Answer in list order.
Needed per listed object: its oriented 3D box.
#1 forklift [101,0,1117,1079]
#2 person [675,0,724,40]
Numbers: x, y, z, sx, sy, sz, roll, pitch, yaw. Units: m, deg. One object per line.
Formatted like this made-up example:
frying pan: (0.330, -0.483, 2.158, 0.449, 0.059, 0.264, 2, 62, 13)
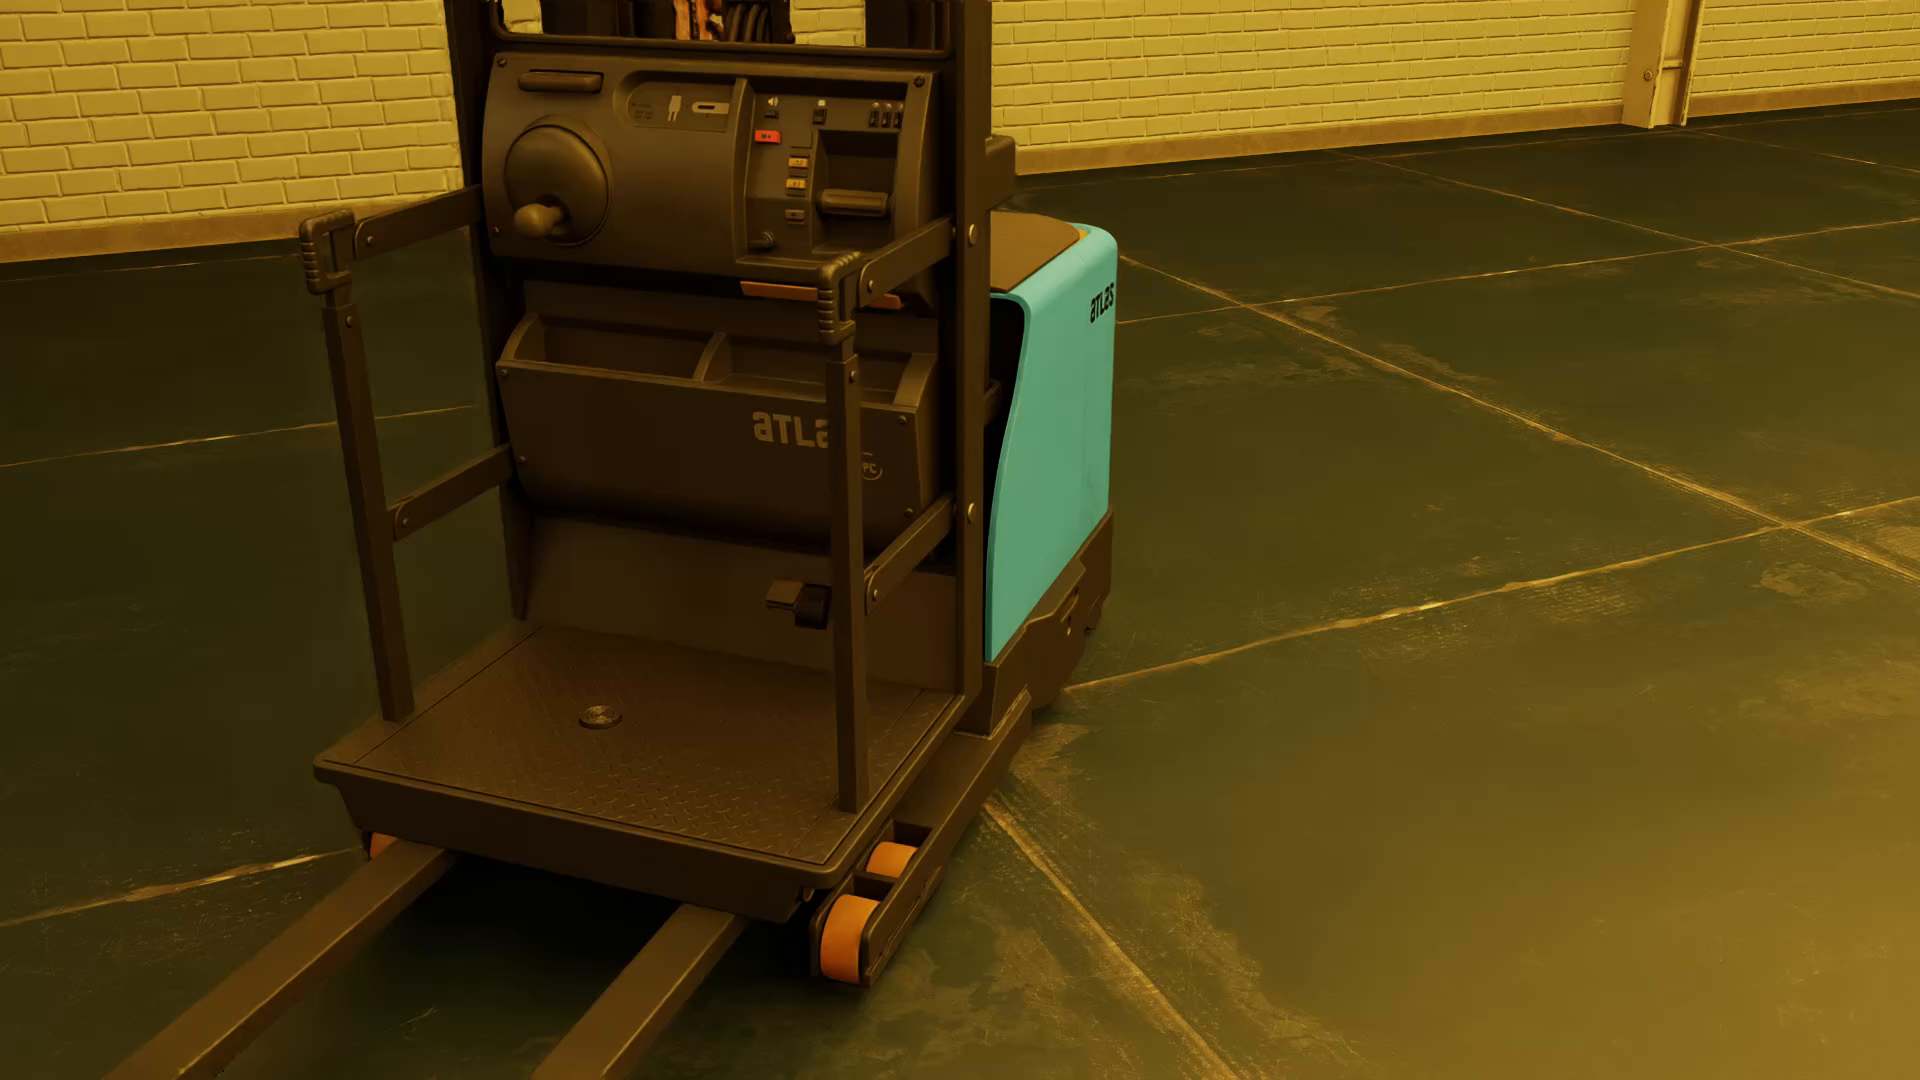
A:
forklift: (-0.566, -0.700, 2.972, 1.130, 2.935, 3.031, 8, 24, 18)
person: (-0.825, -1.032, 5.318, 0.422, 1.751, 0.878, 2, 23, 6)
